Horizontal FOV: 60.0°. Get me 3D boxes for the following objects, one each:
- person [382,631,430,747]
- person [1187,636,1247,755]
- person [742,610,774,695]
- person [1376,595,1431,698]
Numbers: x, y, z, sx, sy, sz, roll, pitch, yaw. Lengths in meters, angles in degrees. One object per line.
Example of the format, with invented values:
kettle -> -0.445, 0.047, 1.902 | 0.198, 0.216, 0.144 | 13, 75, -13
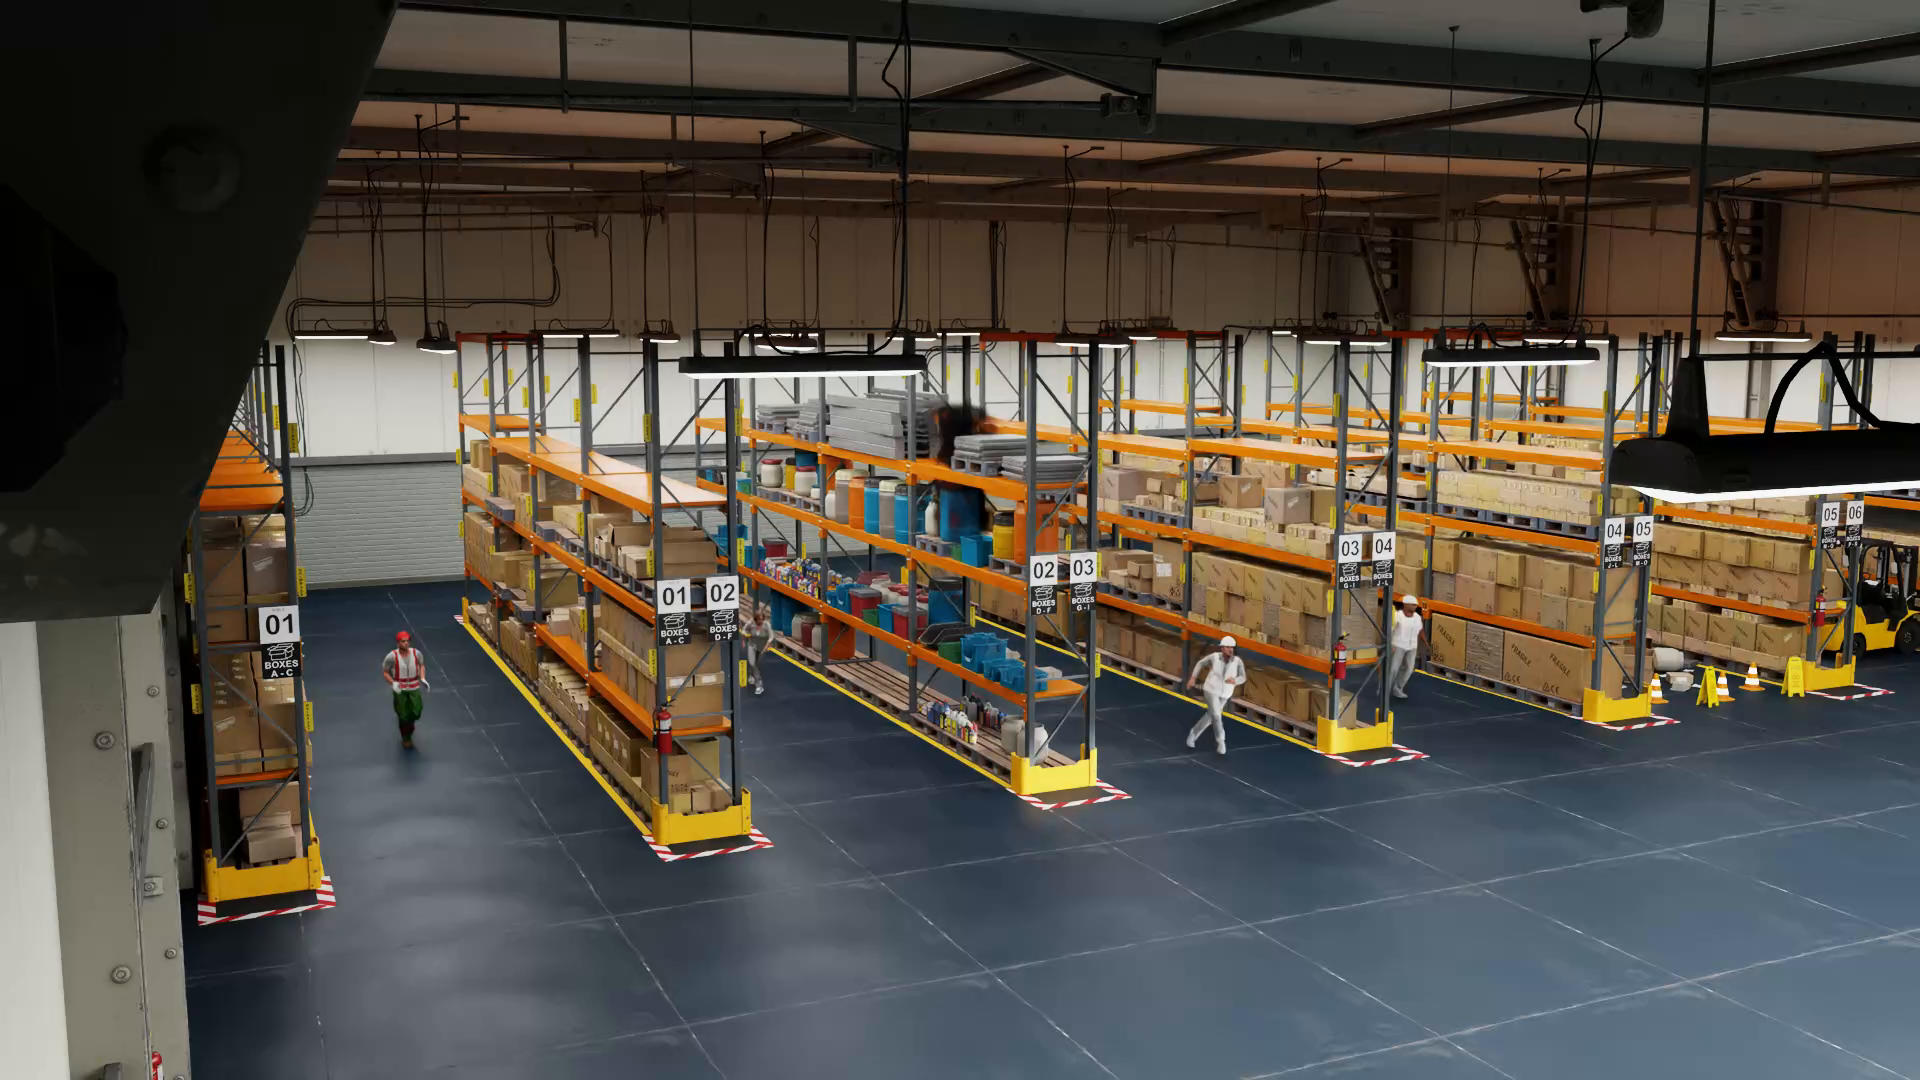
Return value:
person -> -8.158, 2.186, 24.489 | 0.659, 1.729, 0.643 | -5, 9, -32
person -> 3.736, 2.228, 24.215 | 0.780, 1.708, 0.700 | -2, 8, -15
person -> -3.423, 1.858, 28.112 | 0.536, 1.383, 0.994 | -1, 8, -10
person -> 7.329, 1.772, 27.486 | 0.789, 1.729, 0.570 | -3, 8, -18
